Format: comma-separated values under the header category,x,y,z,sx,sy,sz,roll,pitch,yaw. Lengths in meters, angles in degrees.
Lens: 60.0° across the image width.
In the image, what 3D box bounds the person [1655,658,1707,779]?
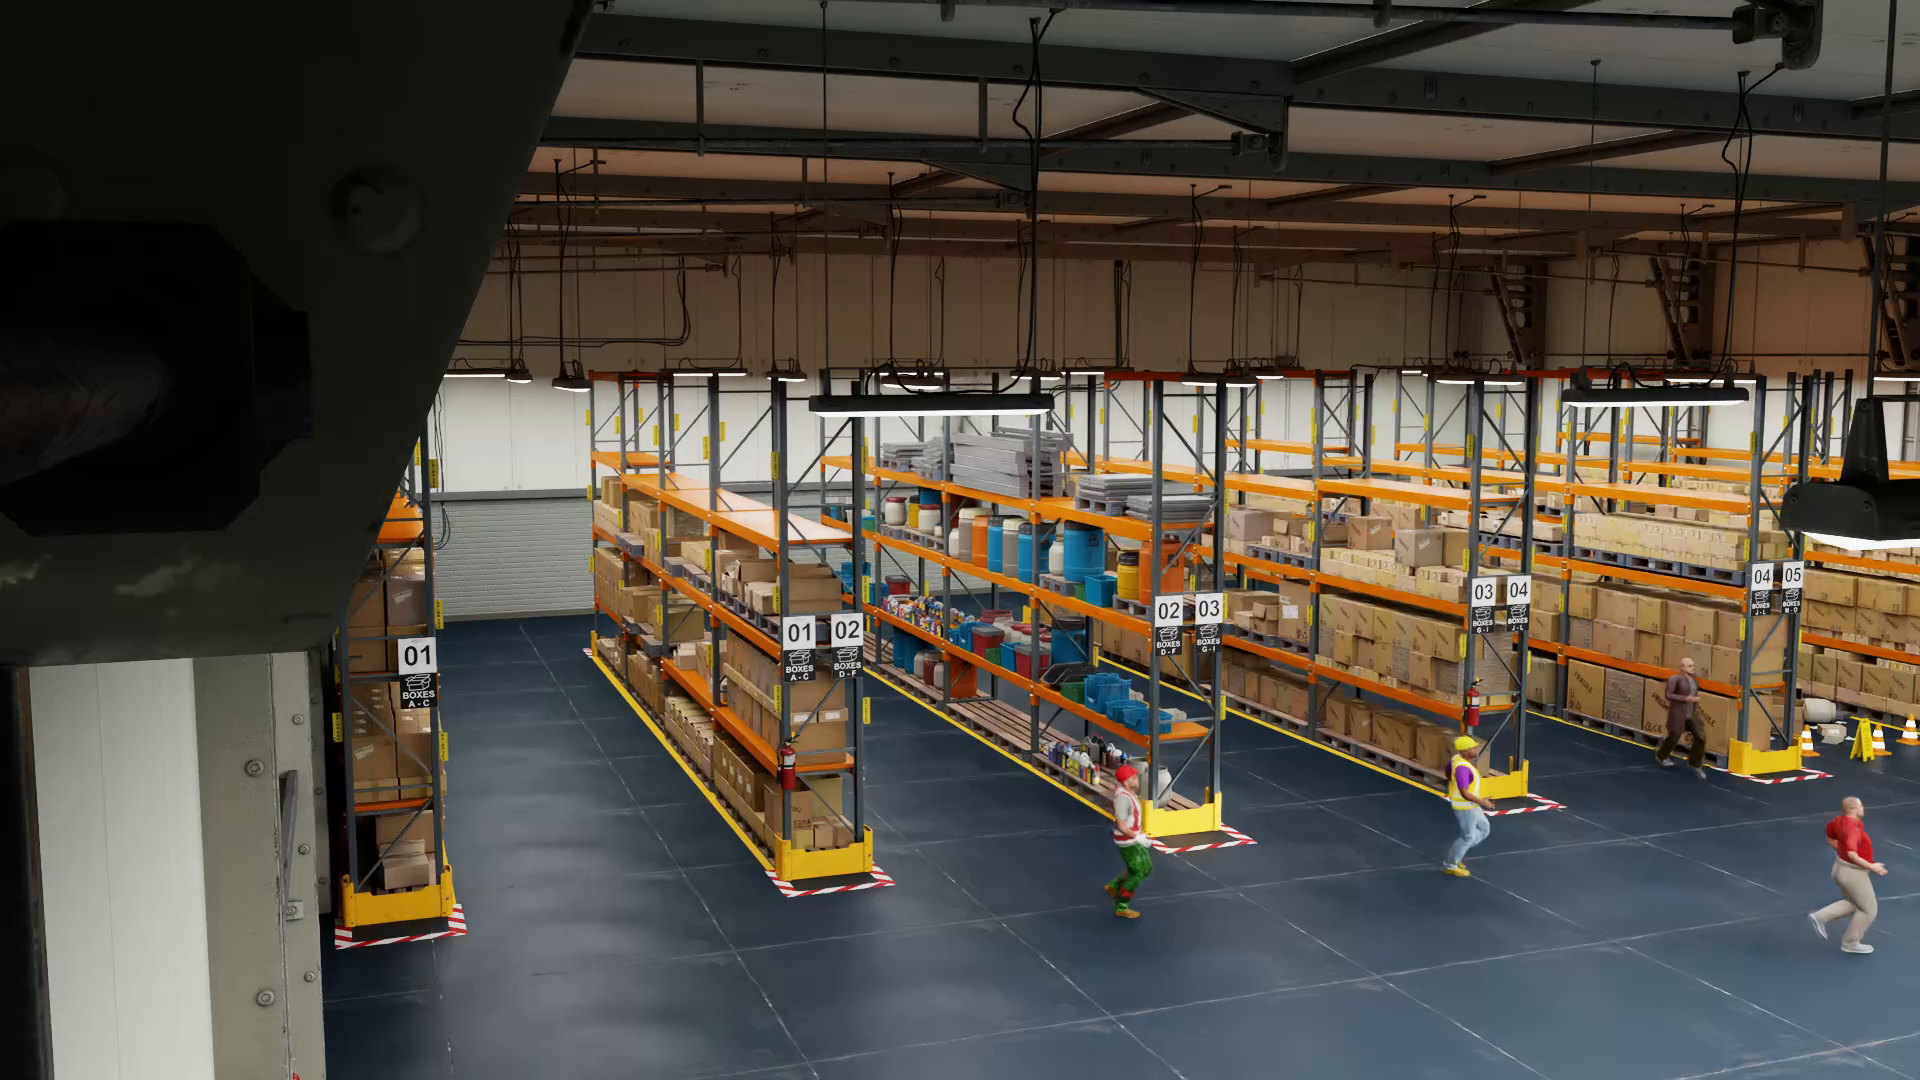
category,x,y,z,sx,sy,sz,roll,pitch,yaw
person,10.869,2.663,25.109,0.705,1.818,0.893,-2,7,-18

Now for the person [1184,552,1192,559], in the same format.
category,x,y,z,sx,sy,sz,roll,pitch,yaw
person,5.196,1.118,39.162,0.761,1.698,0.589,1,6,6

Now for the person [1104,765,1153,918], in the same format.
category,x,y,z,sx,sy,sz,roll,pitch,yaw
person,1.899,3.383,18.717,0.544,1.745,0.663,1,6,8

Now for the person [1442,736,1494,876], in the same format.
category,x,y,z,sx,sy,sz,roll,pitch,yaw
person,6.174,3.221,20.199,0.566,1.721,0.712,1,7,13

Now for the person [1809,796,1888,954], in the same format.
category,x,y,z,sx,sy,sz,roll,pitch,yaw
person,9.412,3.536,17.604,0.607,1.672,0.661,1,6,7
